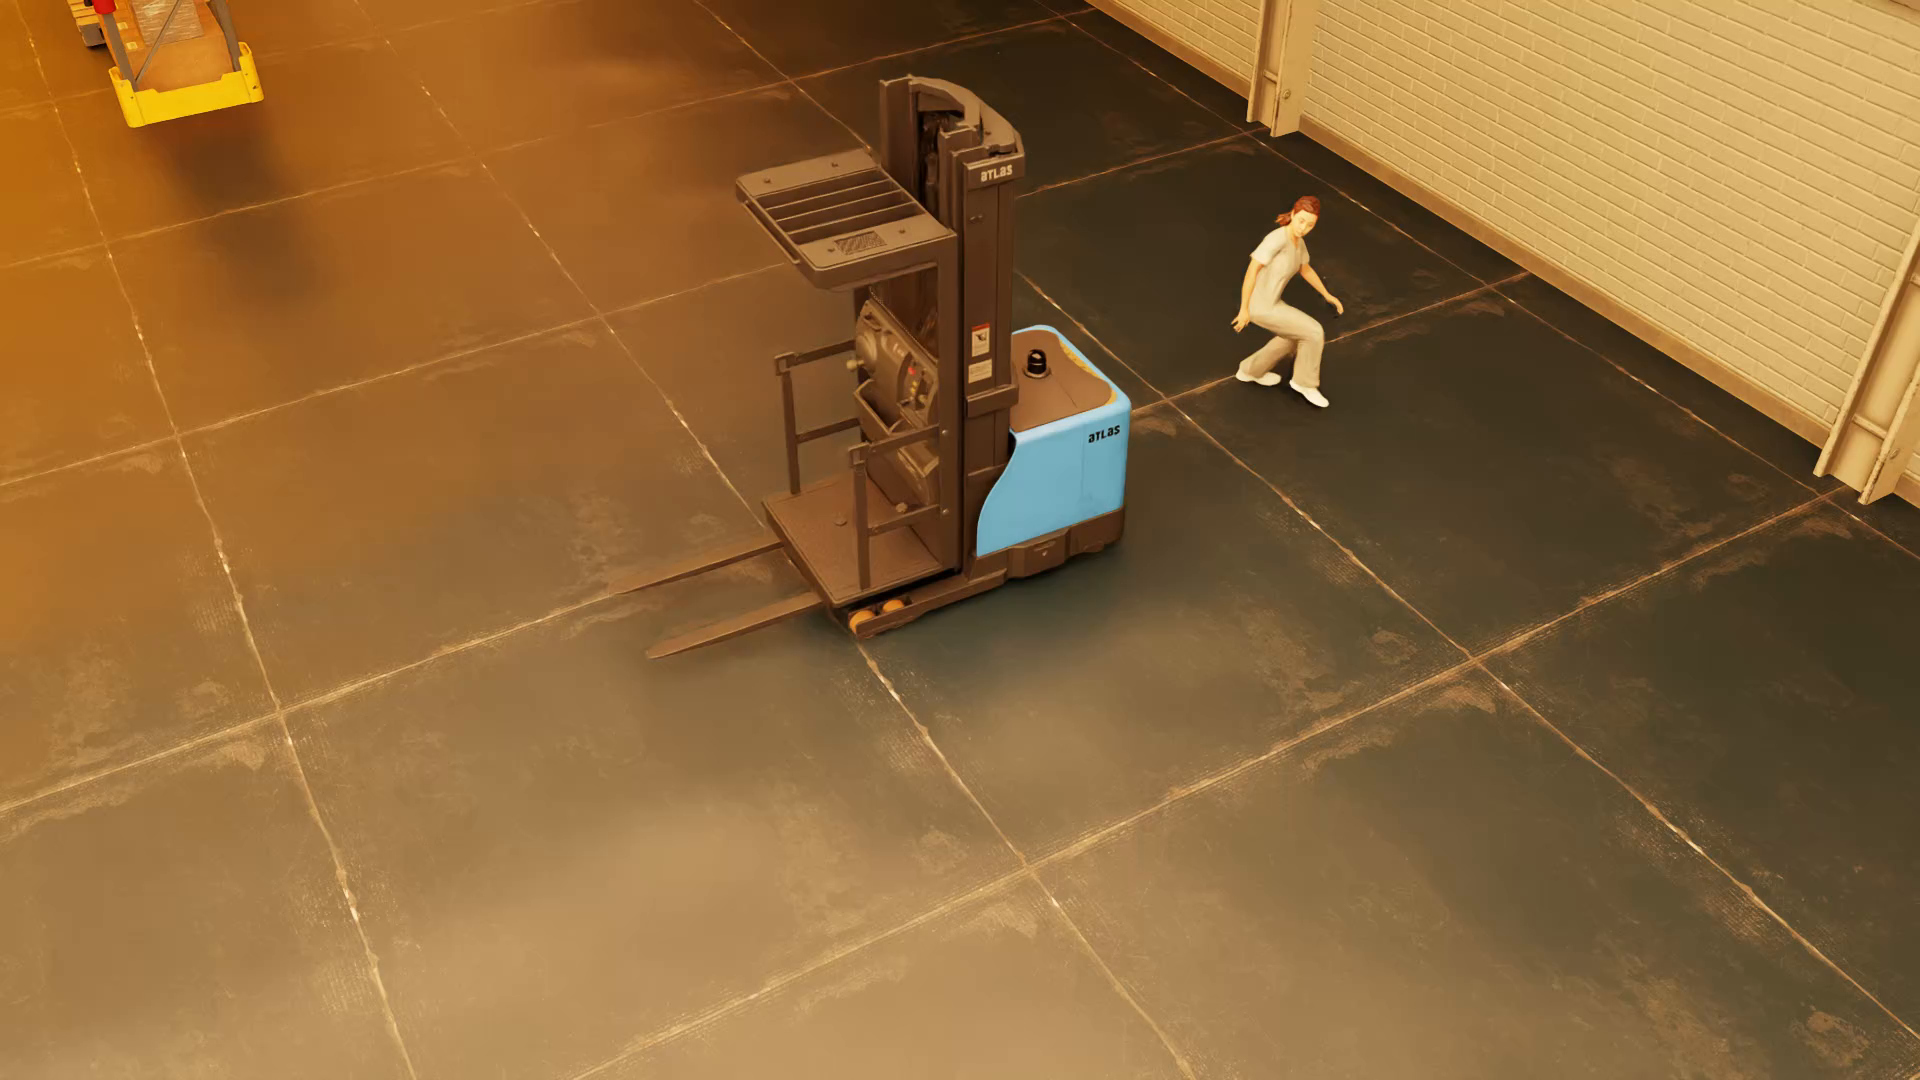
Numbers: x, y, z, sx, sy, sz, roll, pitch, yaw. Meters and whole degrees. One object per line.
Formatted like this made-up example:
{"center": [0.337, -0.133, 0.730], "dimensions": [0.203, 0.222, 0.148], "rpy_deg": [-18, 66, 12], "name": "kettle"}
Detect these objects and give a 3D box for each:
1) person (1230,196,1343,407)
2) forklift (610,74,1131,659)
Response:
{"center": [2.185, -1.542, 11.002], "dimensions": [0.704, 1.469, 0.665], "rpy_deg": [10, 41, 12], "name": "person"}
{"center": [-0.537, -0.942, 9.172], "dimensions": [3.031, 2.935, 1.130], "rpy_deg": [-19, 43, -21], "name": "forklift"}
